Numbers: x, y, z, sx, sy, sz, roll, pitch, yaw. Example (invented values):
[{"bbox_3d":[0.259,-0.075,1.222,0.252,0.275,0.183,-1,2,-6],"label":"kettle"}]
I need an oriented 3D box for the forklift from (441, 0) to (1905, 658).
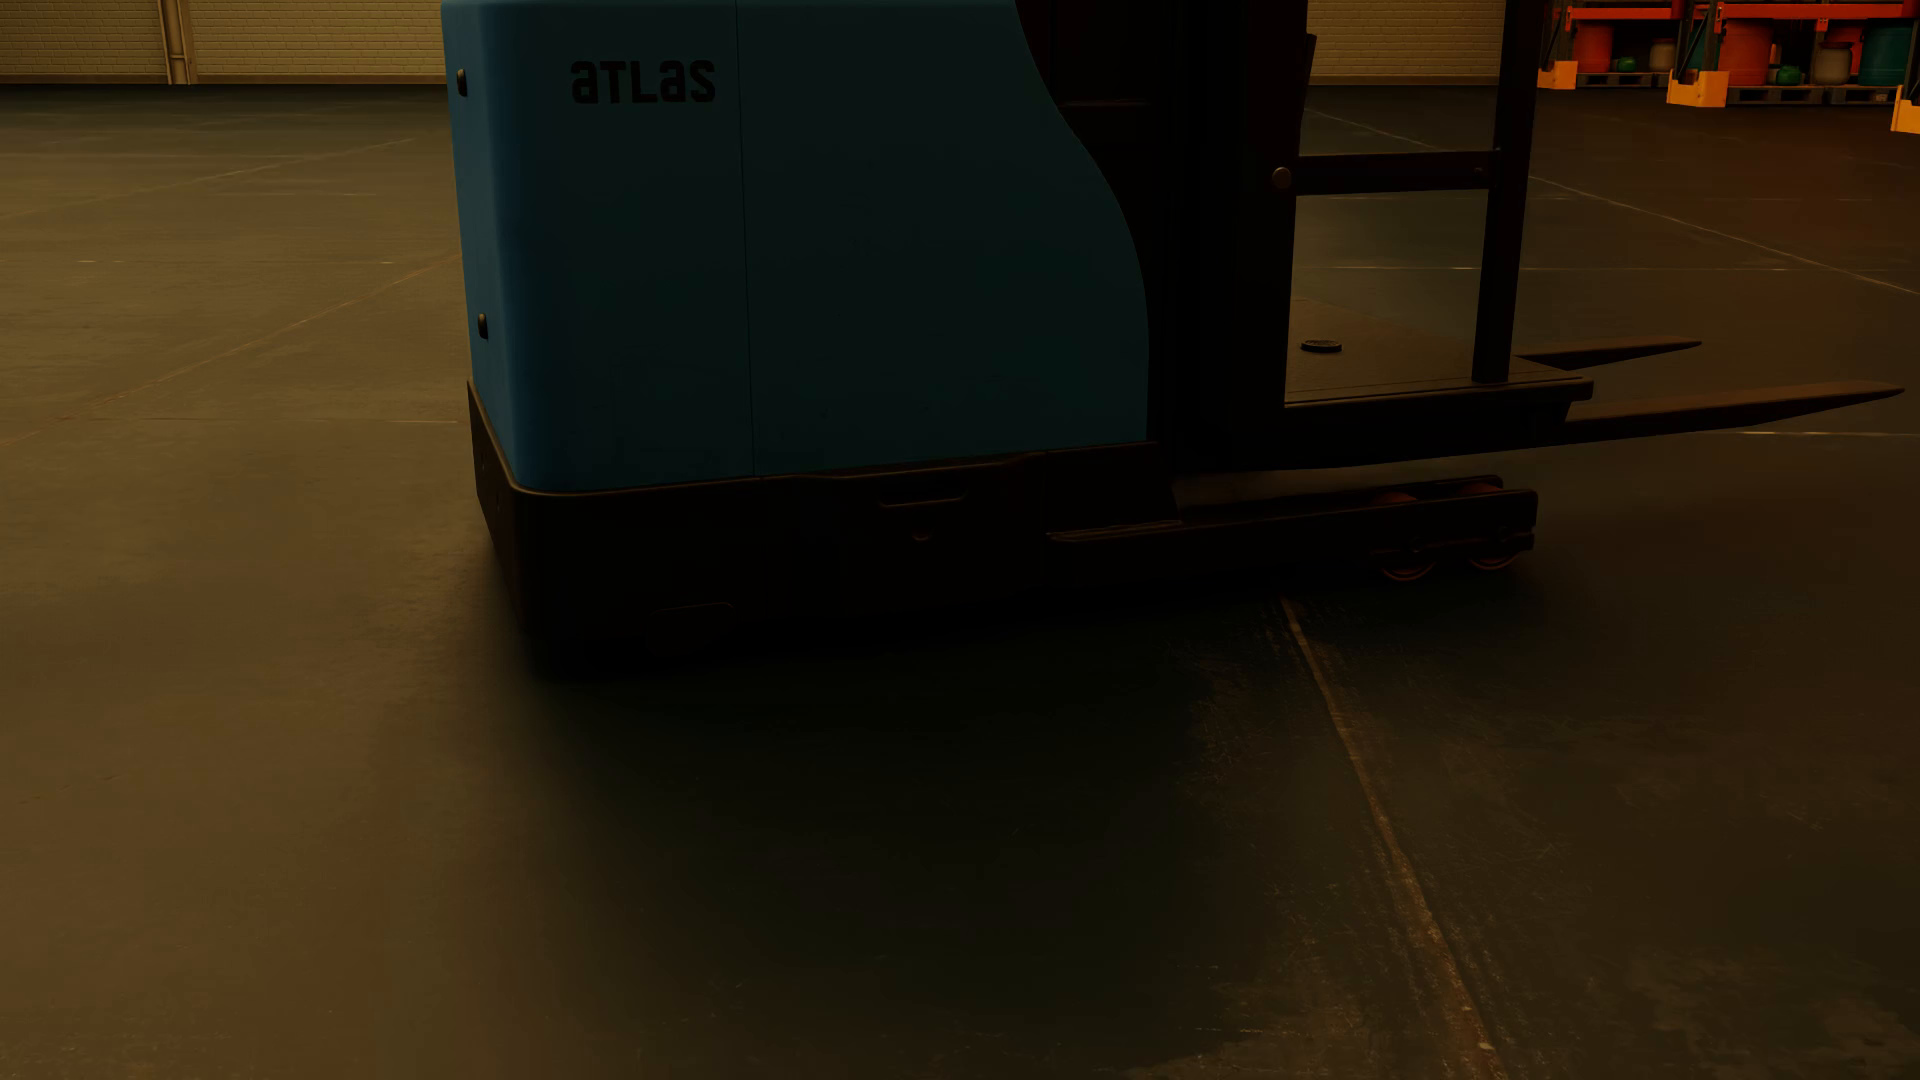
[{"bbox_3d":[0.571,-1.462,3.137,3.031,2.935,1.130,-6,18,-19],"label":"forklift"}]
